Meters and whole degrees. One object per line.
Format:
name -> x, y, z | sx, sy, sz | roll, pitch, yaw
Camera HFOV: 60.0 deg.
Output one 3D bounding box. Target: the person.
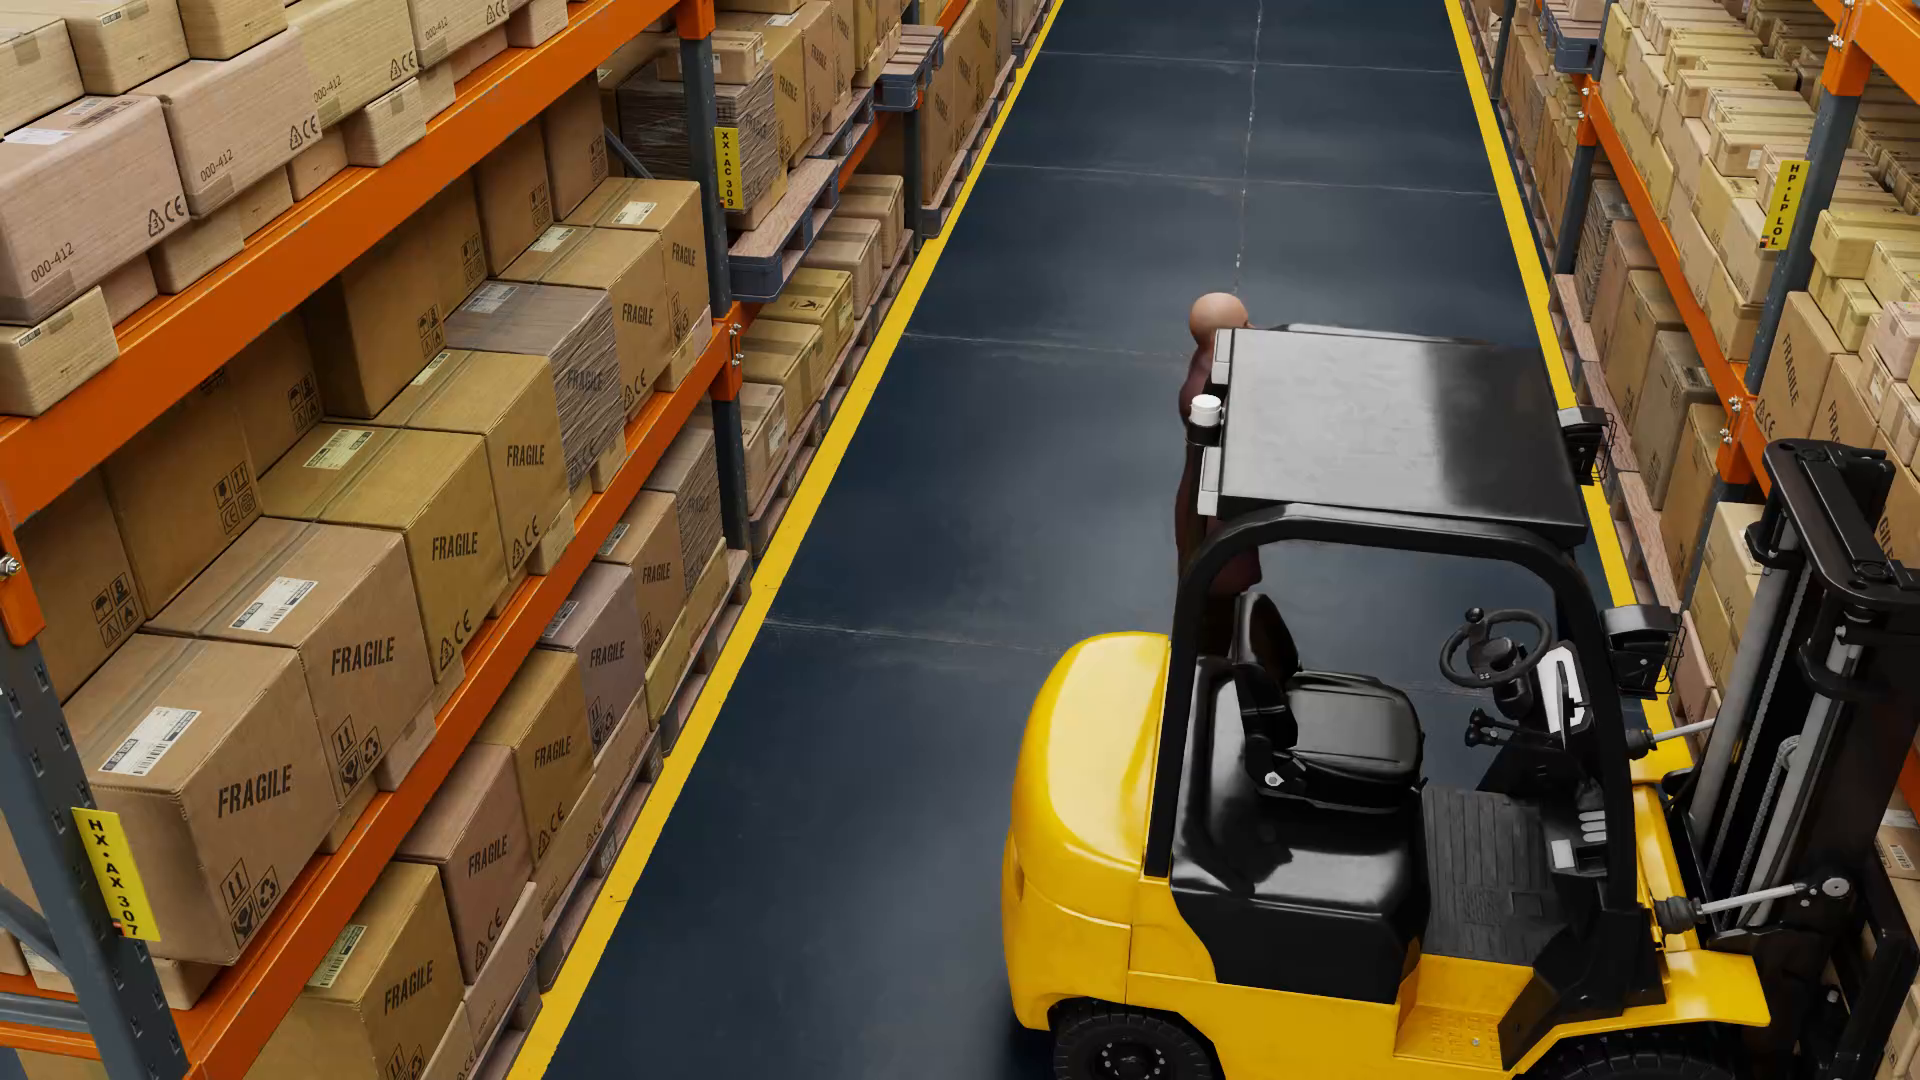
person -> 1.085, -0.093, 6.306 | 0.561, 1.772, 0.529 | 6, 32, 9
